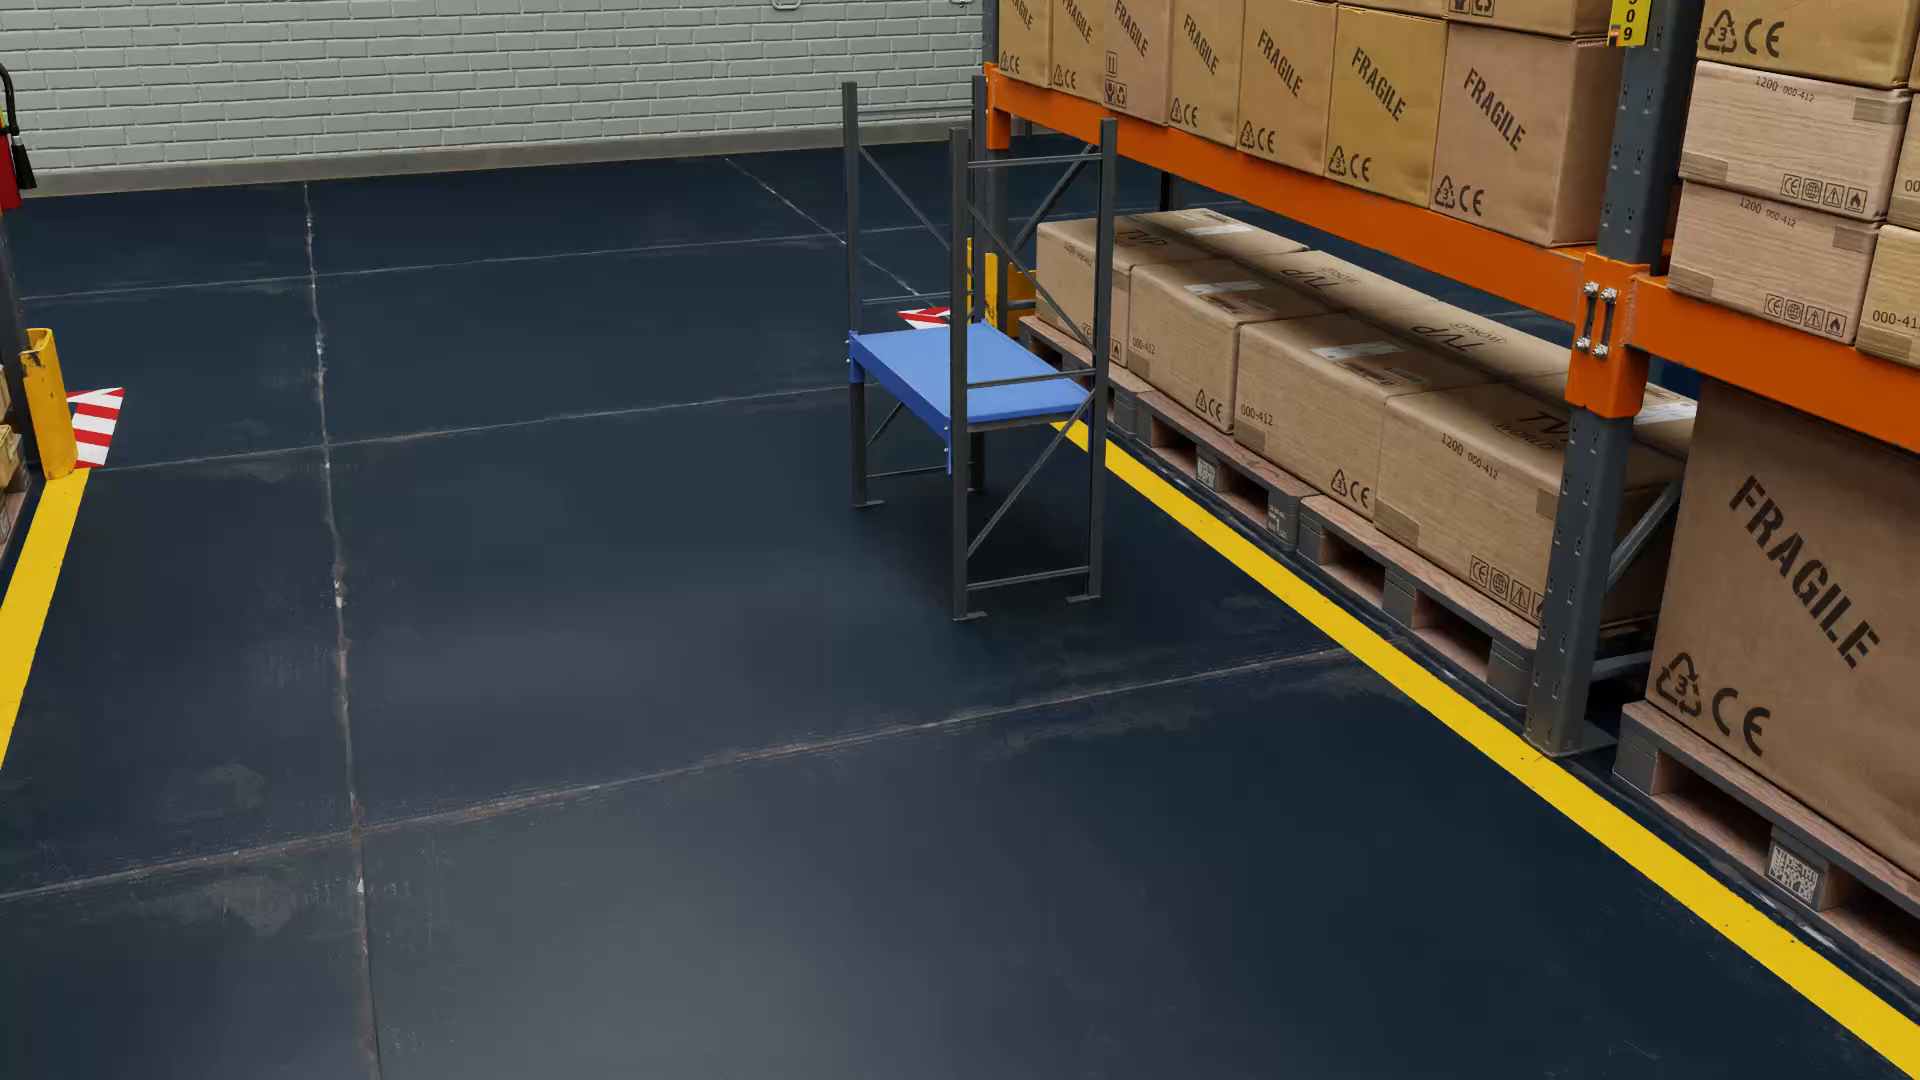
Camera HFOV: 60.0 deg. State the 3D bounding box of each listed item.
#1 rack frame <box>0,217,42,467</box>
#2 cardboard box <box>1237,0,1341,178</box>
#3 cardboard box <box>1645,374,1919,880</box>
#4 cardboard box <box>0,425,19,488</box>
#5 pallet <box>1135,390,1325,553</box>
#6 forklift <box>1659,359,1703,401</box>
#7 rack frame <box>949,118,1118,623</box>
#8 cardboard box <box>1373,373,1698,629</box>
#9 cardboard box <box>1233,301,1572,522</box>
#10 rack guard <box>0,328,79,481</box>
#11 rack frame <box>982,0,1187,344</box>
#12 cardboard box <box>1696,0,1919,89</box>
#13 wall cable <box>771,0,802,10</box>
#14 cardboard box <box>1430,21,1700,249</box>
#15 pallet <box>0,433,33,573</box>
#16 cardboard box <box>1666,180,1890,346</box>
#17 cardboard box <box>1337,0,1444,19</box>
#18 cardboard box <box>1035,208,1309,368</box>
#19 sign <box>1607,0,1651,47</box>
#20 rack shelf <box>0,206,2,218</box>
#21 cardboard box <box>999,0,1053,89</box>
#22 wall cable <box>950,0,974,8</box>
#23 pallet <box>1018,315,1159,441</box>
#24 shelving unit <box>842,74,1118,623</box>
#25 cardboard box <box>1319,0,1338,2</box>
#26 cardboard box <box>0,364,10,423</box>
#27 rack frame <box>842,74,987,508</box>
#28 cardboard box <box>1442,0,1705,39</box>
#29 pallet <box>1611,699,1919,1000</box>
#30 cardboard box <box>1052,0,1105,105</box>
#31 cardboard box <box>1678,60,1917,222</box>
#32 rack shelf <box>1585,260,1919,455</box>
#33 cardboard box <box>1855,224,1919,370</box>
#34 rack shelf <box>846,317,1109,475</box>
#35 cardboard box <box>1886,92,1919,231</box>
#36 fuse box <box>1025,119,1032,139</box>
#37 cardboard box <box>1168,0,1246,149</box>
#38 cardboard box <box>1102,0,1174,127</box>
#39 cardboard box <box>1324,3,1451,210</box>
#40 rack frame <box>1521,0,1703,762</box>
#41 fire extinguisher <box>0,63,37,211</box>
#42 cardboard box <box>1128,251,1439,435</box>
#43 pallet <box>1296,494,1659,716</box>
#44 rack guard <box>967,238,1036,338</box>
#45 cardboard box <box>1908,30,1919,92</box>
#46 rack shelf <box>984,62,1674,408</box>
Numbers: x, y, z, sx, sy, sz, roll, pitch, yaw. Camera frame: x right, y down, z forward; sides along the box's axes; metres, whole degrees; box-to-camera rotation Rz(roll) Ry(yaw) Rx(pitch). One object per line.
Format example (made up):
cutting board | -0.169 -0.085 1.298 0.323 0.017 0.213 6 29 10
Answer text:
rack frame | -4.009 -1.628 5.751 1.000 3.000 0.127 -8 24 -19
cardboard box | 1.218 -1.437 5.169 0.500 0.500 0.500 -9 24 -20
cardboard box | 2.293 0.109 3.824 0.875 0.875 0.875 -8 24 -17
cardboard box | -3.443 -0.266 5.649 0.380 0.149 0.250 -8 24 -17
pallet | 1.369 -0.337 6.278 1.003 0.211 1.213 -8 24 -19
forklift | 3.484 -1.069 4.513 1.130 2.935 3.031 -8 24 -17
rack frame | 0.210 -0.475 4.947 0.500 1.500 0.032 -8 24 -19
cardboard box | 1.878 -0.147 4.994 0.875 0.438 0.875 -9 24 -20
cardboard box | 1.561 -0.472 5.765 0.875 0.438 0.875 -9 25 -21
rack guard | -3.982 -0.449 6.171 1.175 0.500 0.348 -8 24 -19
rack frame | 0.586 -2.344 7.450 1.000 3.000 0.127 -8 24 -19
cardboard box | 1.886 -1.198 3.315 0.500 0.500 0.500 -8 24 -18
wall cable | -1.428 -4.872 12.100 0.585 1.953 0.123 -8 24 -19
cardboard box | 1.596 -1.070 4.299 0.500 0.500 0.500 -8 24 -19
pallet | -3.728 -0.016 5.515 1.003 0.211 1.213 -8 24 -19
cardboard box | 1.908 -0.626 3.565 0.500 0.250 0.500 -9 24 -20
cardboard box | 1.402 -1.717 4.545 0.500 0.500 0.500 -9 24 -20
cardboard box | 0.913 -1.131 7.329 0.875 0.438 0.875 -9 25 -21
sign | 1.480 -1.250 3.636 0.100 0.325 0.005 -8 24 -19
rack shelf | -3.303 -0.570 4.167 1.077 0.370 4.000 -8 24 -19
cardboard box | 0.487 -2.176 6.923 0.500 0.500 0.500 -9 24 -19
wall cable | -0.105 -5.057 12.578 0.588 1.984 0.122 -8 24 -19
pallet | 0.942 -0.779 7.328 1.003 0.211 1.213 -8 24 -19
shelving unit | 0.030 -0.660 5.385 0.538 1.500 1.048 -8 24 -19
cardboard box | 1.214 -1.900 4.981 0.500 0.500 0.500 -8 24 -18
cardboard box | -3.556 -0.493 5.804 0.380 0.149 0.250 -9 24 -20
rack frame | -0.149 -0.845 5.823 0.500 1.500 0.032 -8 24 -19
cardboard box | 1.574 -1.531 4.105 0.500 0.500 0.500 -9 24 -19
pallet | 2.342 0.664 3.902 1.003 0.211 1.213 -8 24 -19
cardboard box | 0.692 -1.997 6.496 0.500 0.500 0.500 -9 24 -20
cardboard box | 1.891 -0.854 3.462 0.500 0.250 0.500 -9 24 -21
rack shelf | 2.706 0.167 2.417 1.077 0.370 4.000 -8 24 -19
cardboard box | 2.092 -0.438 3.120 0.500 0.250 0.500 -9 24 -20
rack shelf | 0.030 -0.494 5.455 0.538 0.185 1.000 -8 24 -19
cardboard box | 2.101 -0.668 3.022 0.500 0.250 0.500 -8 24 -18
fuse box | 0.589 -4.031 13.111 0.539 1.711 0.414 -8 24 -19
cardboard box | 1.047 -1.630 5.625 0.500 0.500 0.500 -8 24 -17
cardboard box | 0.855 -1.809 6.052 0.500 0.500 0.500 -8 24 -19
cardboard box | 1.409 -1.257 4.740 0.500 0.500 0.500 -9 24 -20
rack frame | 1.999 -0.891 4.001 1.000 3.000 0.127 -8 24 -19
fire extinguisher | -3.666 -1.576 6.206 0.296 0.674 0.183 -8 24 -19
cardboard box | 1.244 -0.800 6.543 0.875 0.438 0.875 -8 24 -18
pallet | 1.804 0.107 5.224 1.003 0.211 1.213 -8 24 -19
rack guard | 0.578 -1.201 7.956 1.175 0.500 0.348 -8 24 -19
cardboard box | 2.091 -1.017 2.885 0.500 0.500 0.500 -8 24 -19
rack shelf | 1.293 -1.286 5.865 1.077 0.370 4.000 -8 24 -19
